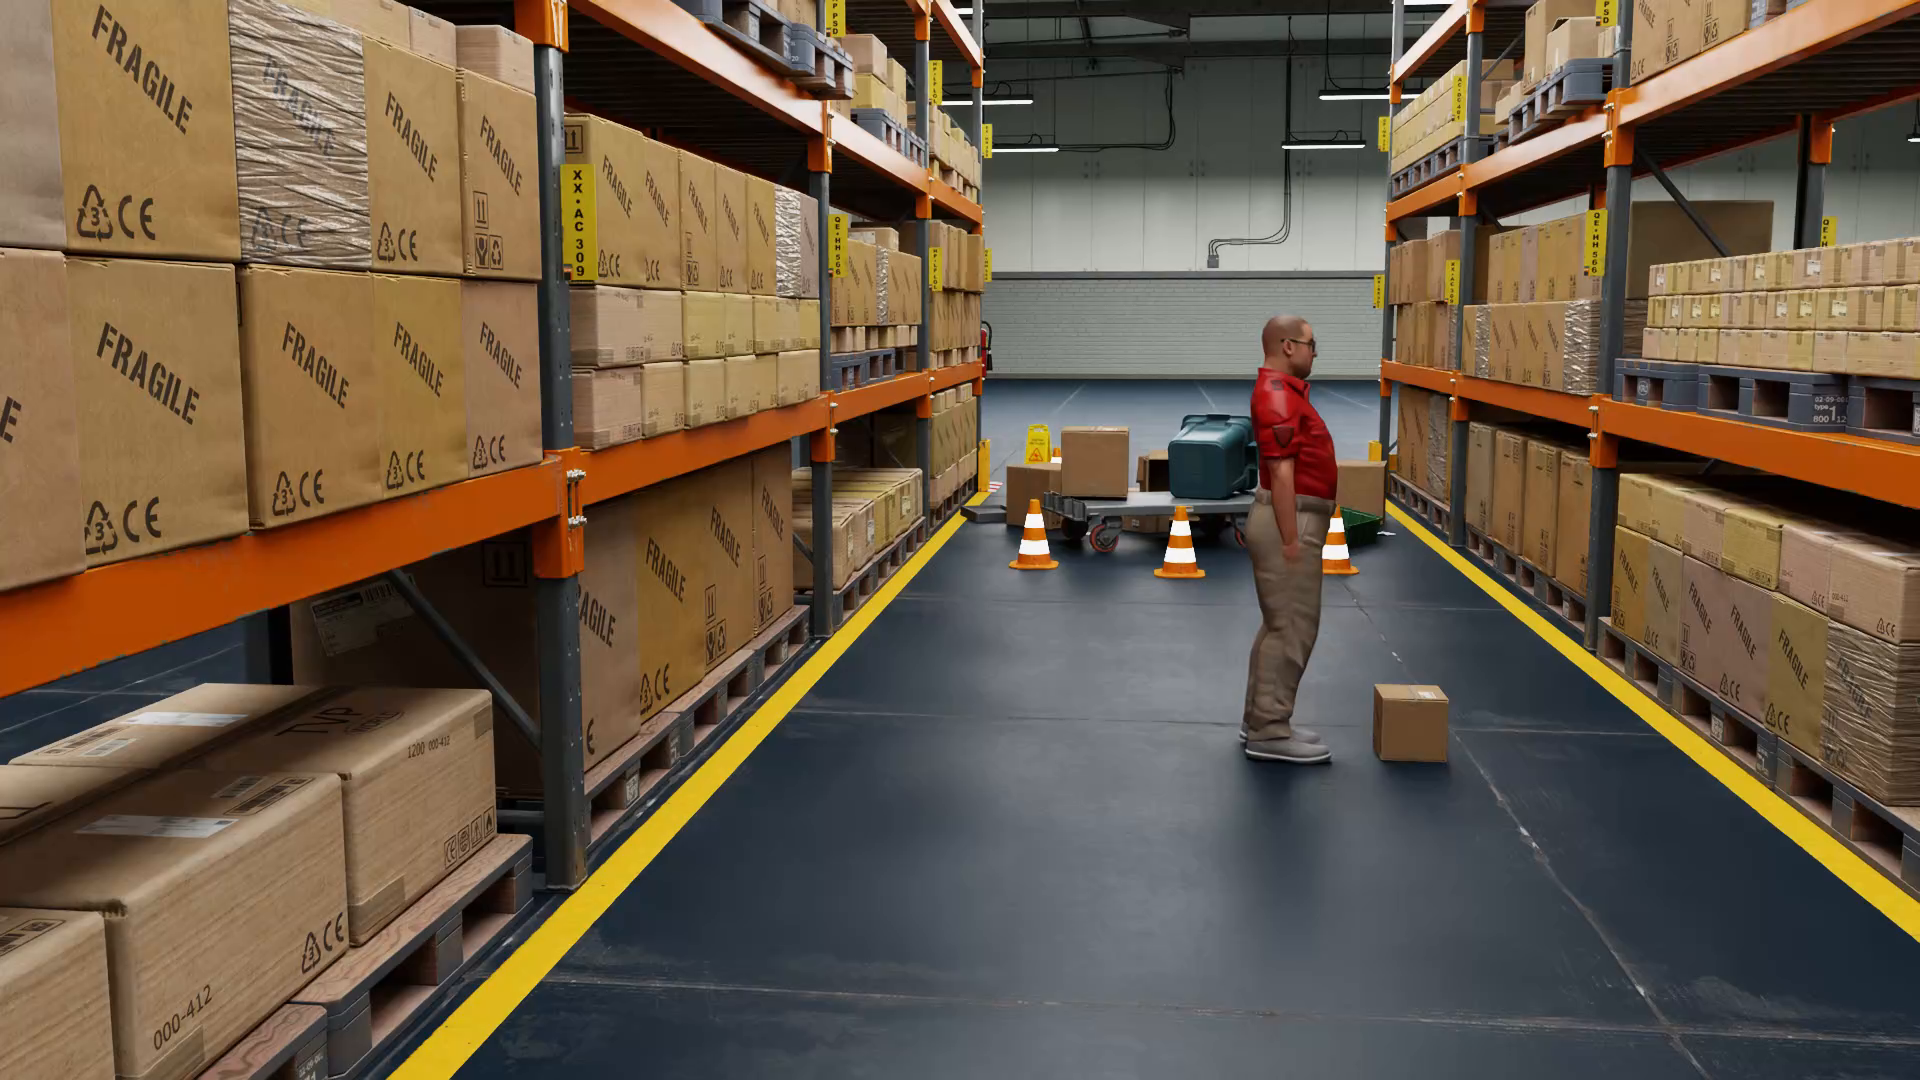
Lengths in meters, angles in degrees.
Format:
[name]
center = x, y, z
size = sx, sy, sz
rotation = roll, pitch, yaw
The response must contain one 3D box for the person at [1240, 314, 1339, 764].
[person]
center = 1.298, -0.012, 6.512
size = 0.360, 1.733, 0.527
rotation = 1, 8, 7
